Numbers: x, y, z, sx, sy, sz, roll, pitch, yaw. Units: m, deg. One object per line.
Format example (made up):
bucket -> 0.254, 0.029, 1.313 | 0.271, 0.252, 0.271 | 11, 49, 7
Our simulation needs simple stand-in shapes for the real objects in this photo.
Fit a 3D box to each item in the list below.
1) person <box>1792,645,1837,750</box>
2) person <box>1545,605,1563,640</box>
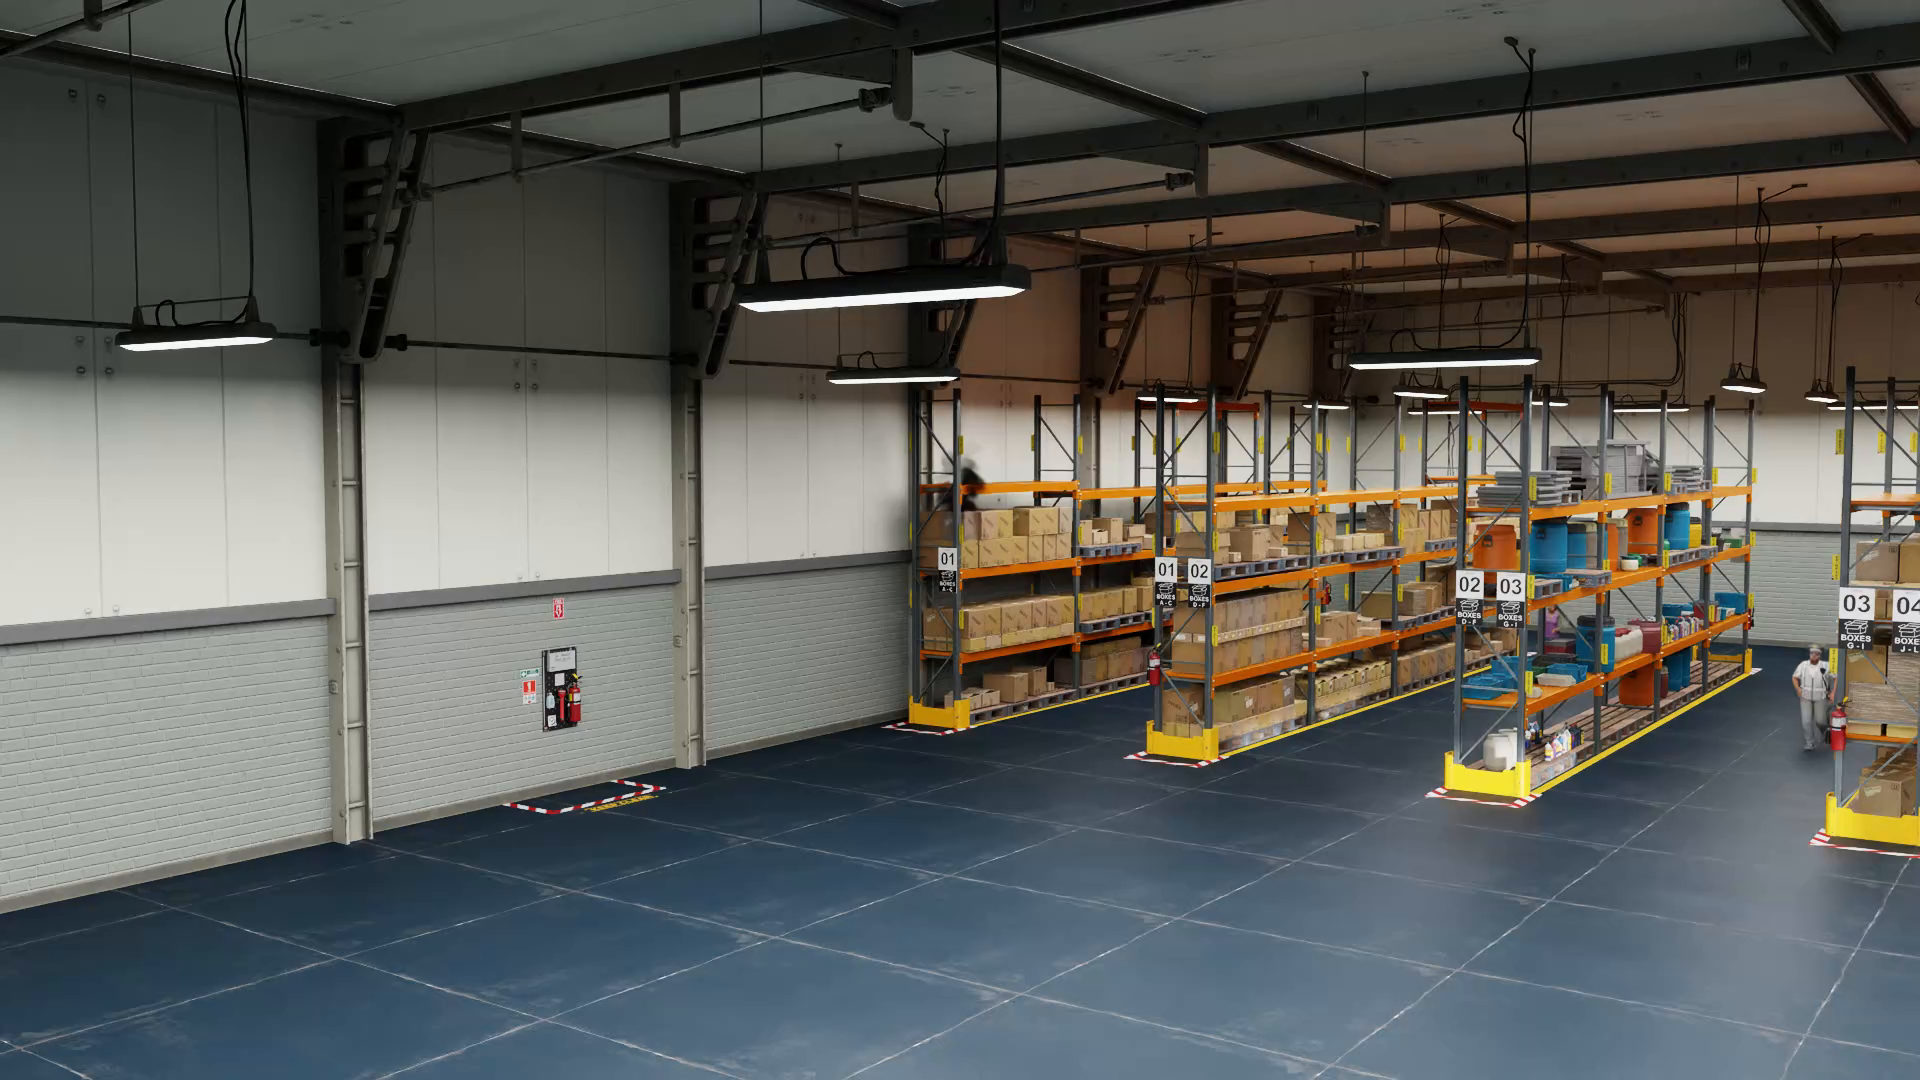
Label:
person -> 14.051, 2.570, 27.326 | 0.713, 1.729, 0.629 | 2, 4, 36
person -> 12.979, 2.141, 36.579 | 0.532, 1.559, 0.534 | 1, 4, 24
